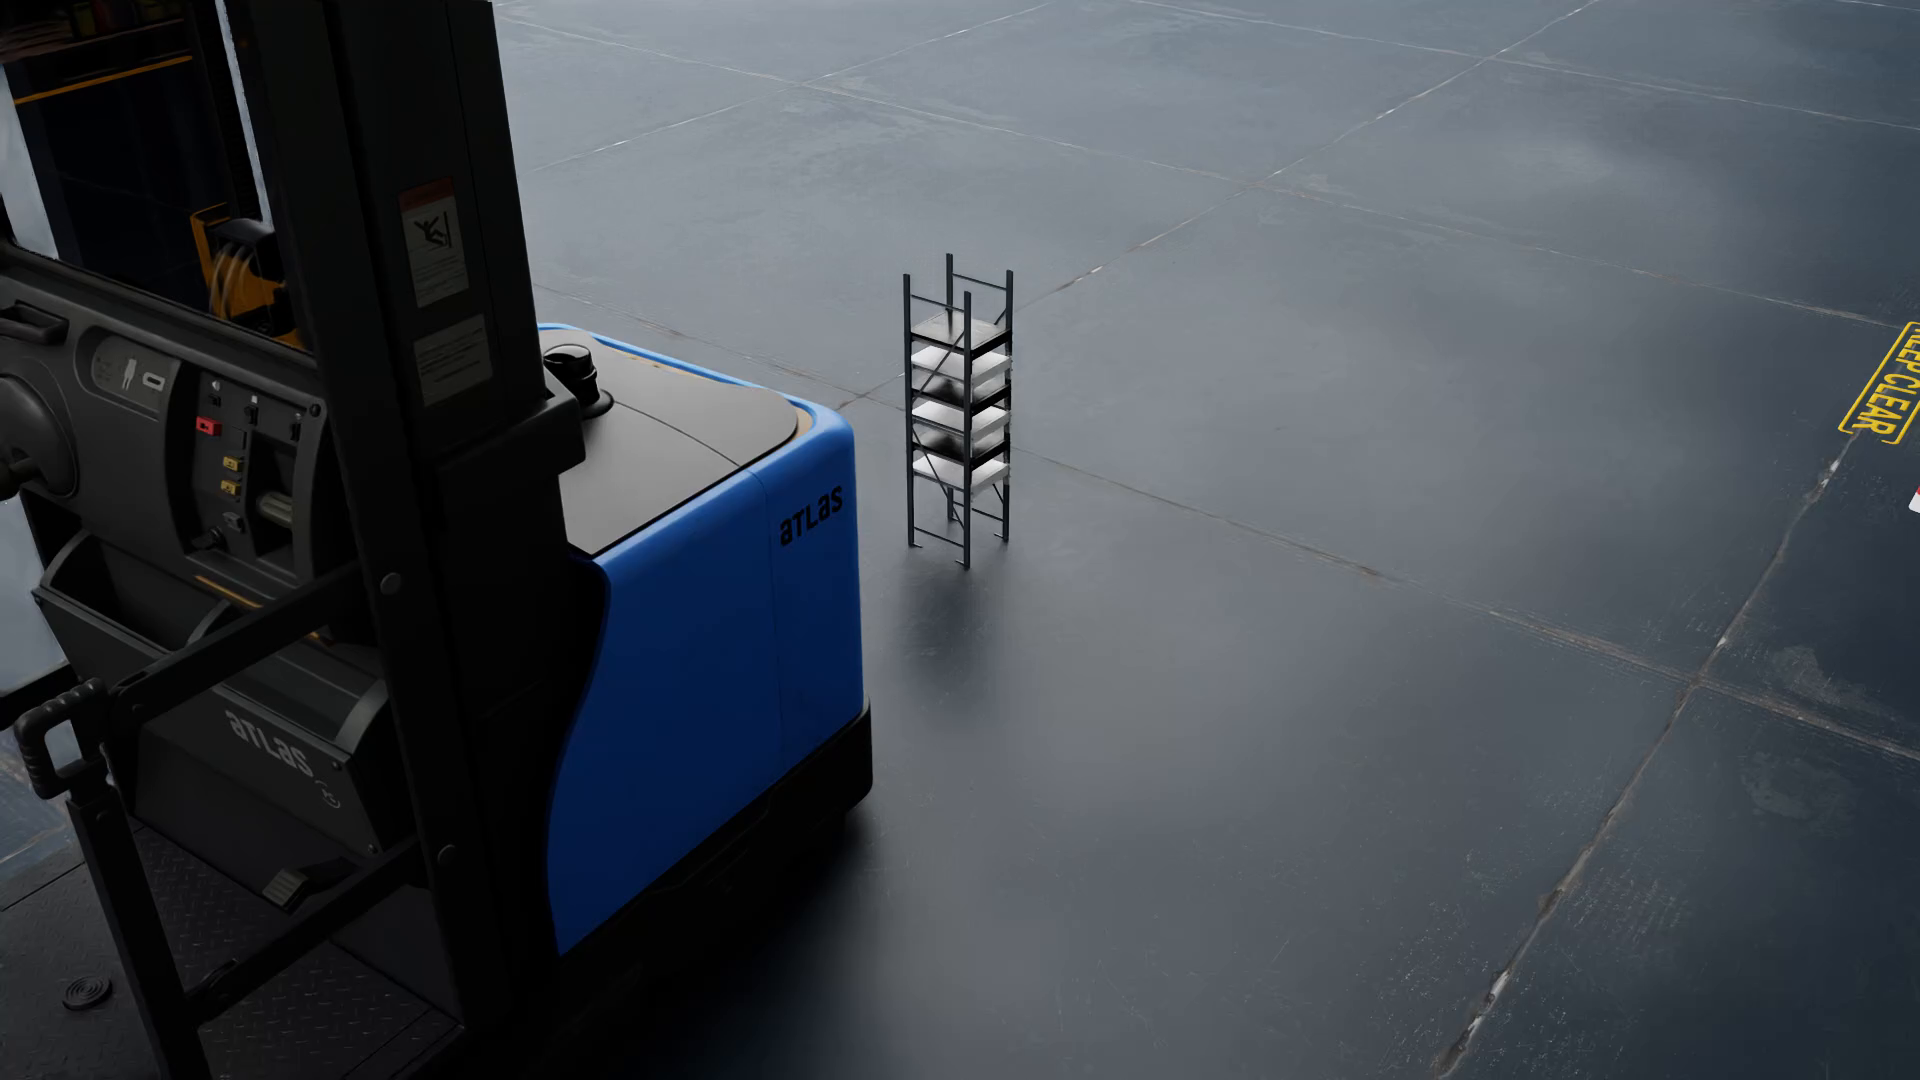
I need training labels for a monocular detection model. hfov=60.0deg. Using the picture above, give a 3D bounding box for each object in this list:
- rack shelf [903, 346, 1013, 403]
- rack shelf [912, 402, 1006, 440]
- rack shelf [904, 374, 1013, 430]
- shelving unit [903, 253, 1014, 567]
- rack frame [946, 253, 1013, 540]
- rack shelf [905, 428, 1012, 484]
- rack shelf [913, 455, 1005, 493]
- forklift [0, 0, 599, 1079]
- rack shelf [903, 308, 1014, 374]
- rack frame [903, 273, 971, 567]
[{"bbox_3d":[-0.005,-0.510,4.940,0.258,0.077,0.200,21,37,31],"label":"rack shelf"},{"bbox_3d":[-0.005,-0.373,5.022,0.221,0.026,0.190,21,37,31],"label":"rack shelf"},{"bbox_3d":[-0.005,-0.433,4.986,0.258,0.077,0.200,21,37,31],"label":"rack shelf"},{"bbox_3d":[-0.005,-0.384,5.015,0.258,0.900,0.210,21,37,31],"label":"shelving unit"},{"bbox_3d":[0.056,-0.425,5.085,0.240,0.900,0.006,21,37,31],"label":"rack frame"},{"bbox_3d":[-0.005,-0.278,5.078,0.258,0.077,0.200,21,37,31],"label":"rack shelf"},{"bbox_3d":[-0.005,-0.218,5.113,0.221,0.026,0.190,21,37,31],"label":"rack shelf"},{"bbox_3d":[-1.470,-0.134,2.601,1.110,2.935,3.031,19,36,29],"label":"forklift"},{"bbox_3d":[-0.005,-0.587,4.894,0.258,0.077,0.200,21,37,31],"label":"rack shelf"},{"bbox_3d":[-0.066,-0.343,4.945,0.240,0.900,0.006,21,37,31],"label":"rack frame"}]
